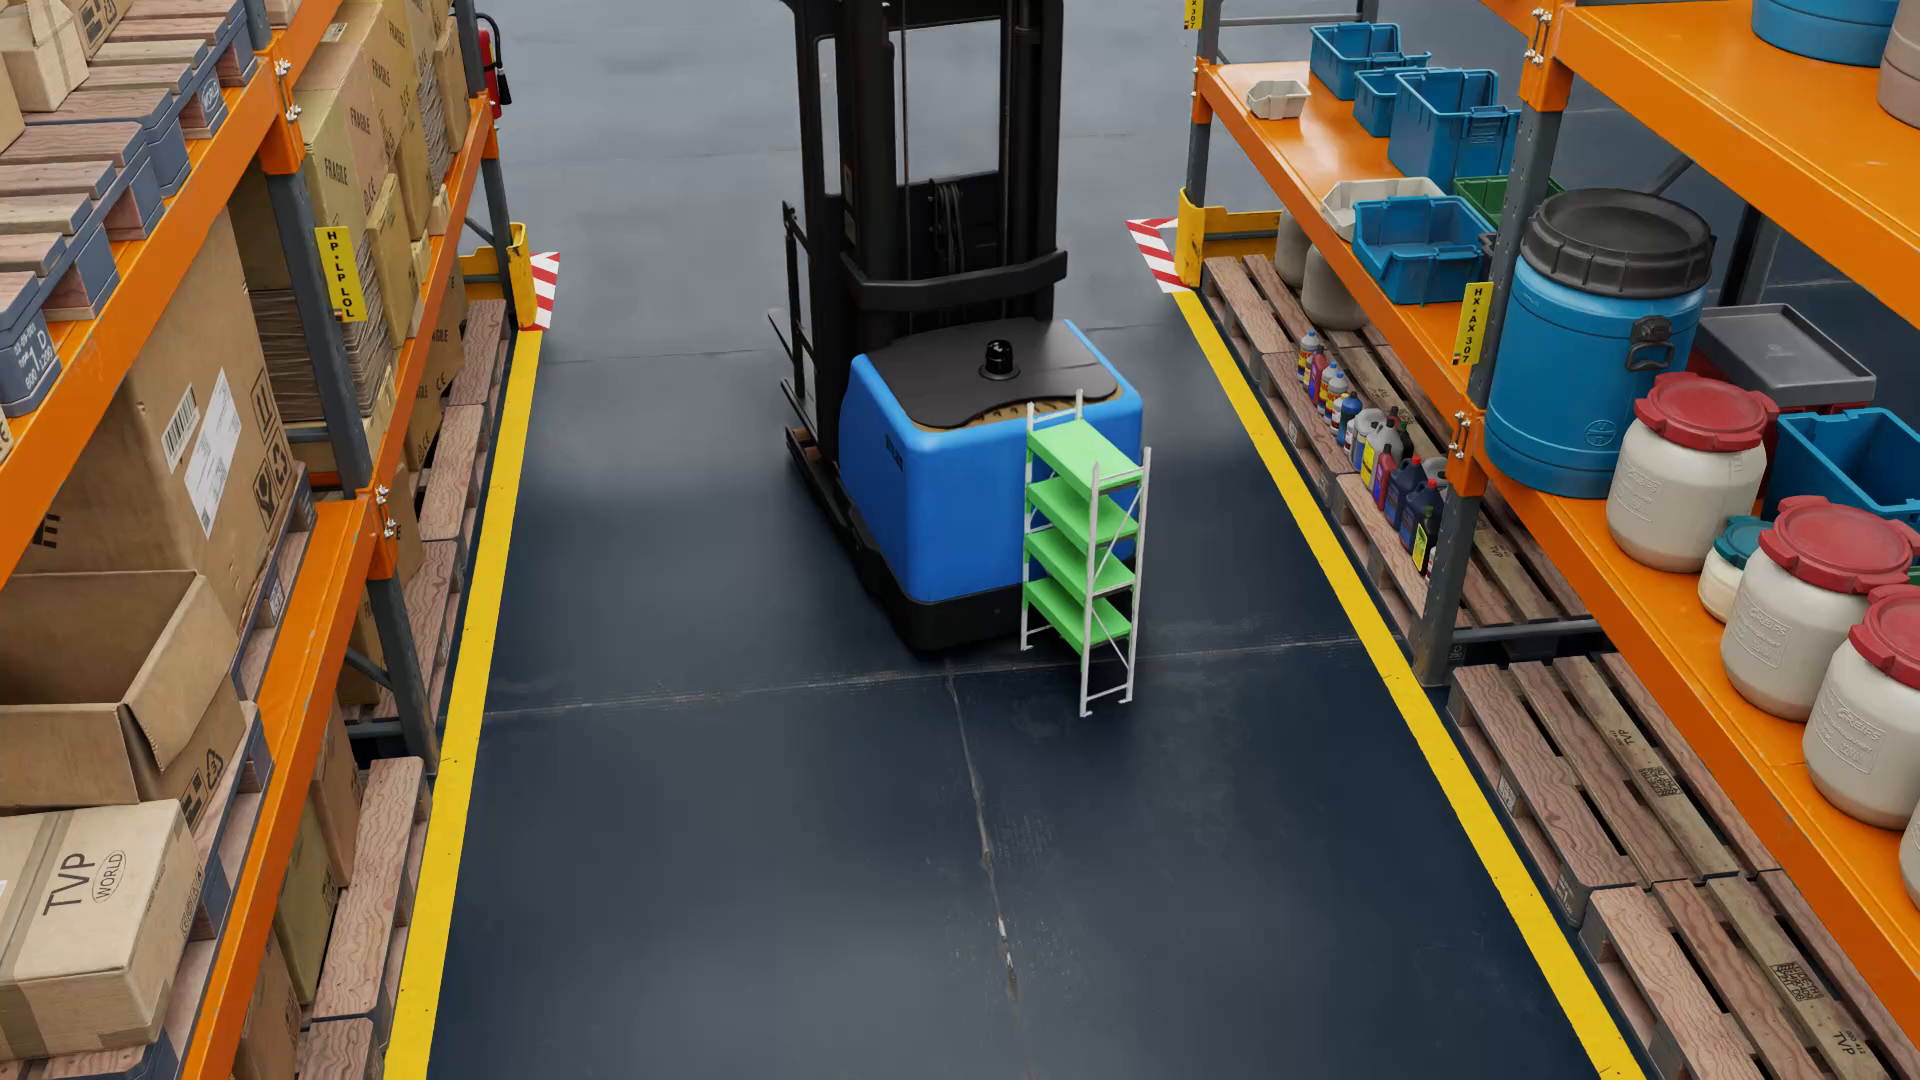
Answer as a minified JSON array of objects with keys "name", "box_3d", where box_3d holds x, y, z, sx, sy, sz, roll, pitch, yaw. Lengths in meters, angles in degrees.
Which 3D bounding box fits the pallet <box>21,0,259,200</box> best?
[{"name":"pallet","box_3d":[-2.541,-1.131,4.249,1.213,0.211,1.003,-4,35,-6]}]

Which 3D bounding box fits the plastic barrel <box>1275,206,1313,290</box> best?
[{"name":"plastic barrel","box_3d":[2.015,-1.713,9.436,0.421,0.512,0.421,0,34,0]}]

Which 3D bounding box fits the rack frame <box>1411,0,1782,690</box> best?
[{"name":"rack frame","box_3d":[2.389,-0.697,6.109,1.000,3.000,0.127,-4,35,-6]}]

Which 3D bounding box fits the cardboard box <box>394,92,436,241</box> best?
[{"name":"cardboard box","box_3d":[-2.744,-1.577,7.047,0.875,0.500,0.500,-4,35,-6]}]

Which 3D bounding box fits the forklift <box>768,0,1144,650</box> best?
[{"name":"forklift","box_3d":[-0.226,-1.577,7.461,1.130,2.935,3.031,-12,36,-17]}]

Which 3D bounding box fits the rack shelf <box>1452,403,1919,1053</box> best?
[{"name":"rack shelf","box_3d":[2.658,0.717,4.674,1.077,0.370,4.000,-4,35,-6]}]

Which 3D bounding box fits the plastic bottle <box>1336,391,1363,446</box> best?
[{"name":"plastic bottle","box_3d":[1.873,-0.588,7.981,0.097,0.271,0.097,0,34,0]}]

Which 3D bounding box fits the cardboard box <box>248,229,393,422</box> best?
[{"name":"cardboard box","box_3d":[-2.518,-0.742,5.822,0.875,0.500,0.500,-4,35,-6]}]

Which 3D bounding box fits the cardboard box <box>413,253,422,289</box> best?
[{"name":"cardboard box","box_3d":[-2.442,-1.056,6.859,0.380,0.149,0.250,-4,35,-6]}]

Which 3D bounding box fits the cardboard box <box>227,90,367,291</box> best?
[{"name":"cardboard box","box_3d":[-2.327,-1.169,5.561,0.500,0.500,0.500,-4,35,-6]}]

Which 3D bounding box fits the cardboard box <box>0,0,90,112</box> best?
[{"name":"cardboard box","box_3d":[-2.293,-1.162,3.874,0.396,0.266,0.258,-3,34,-5]}]

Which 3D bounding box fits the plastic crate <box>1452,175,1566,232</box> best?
[{"name":"plastic crate","box_3d":[2.486,-1.388,7.311,0.450,0.188,0.662,-4,35,-6]}]

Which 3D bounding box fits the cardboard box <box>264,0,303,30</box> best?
[{"name":"cardboard box","box_3d":[-2.326,-1.770,5.153,0.500,0.250,0.500,-6,35,-8]}]

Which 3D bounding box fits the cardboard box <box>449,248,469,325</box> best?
[{"name":"cardboard box","box_3d":[-2.989,-1.345,8.906,0.500,0.500,0.500,2,34,2]}]

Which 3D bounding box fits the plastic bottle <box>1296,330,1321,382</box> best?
[{"name":"plastic bottle","box_3d":[1.786,-0.948,8.509,0.097,0.271,0.097,0,34,0]}]

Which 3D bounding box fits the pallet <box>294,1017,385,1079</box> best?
[{"name":"pallet","box_3d":[-2.245,1.947,4.705,1.003,0.211,1.213,-4,35,-6]}]

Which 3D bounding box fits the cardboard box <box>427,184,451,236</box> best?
[{"name":"cardboard box","box_3d":[-2.508,-1.477,7.477,0.380,0.149,0.250,-4,35,-6]}]

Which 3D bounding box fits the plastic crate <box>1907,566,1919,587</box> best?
[{"name":"plastic crate","box_3d":[2.903,0.341,4.774,0.450,0.188,0.662,-4,35,-6]}]

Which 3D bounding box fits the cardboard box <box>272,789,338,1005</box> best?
[{"name":"cardboard box","box_3d":[-2.412,1.141,5.240,0.700,0.500,0.500,-5,35,-7]}]

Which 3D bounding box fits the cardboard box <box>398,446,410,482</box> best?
[{"name":"cardboard box","box_3d":[-2.779,-0.348,7.444,0.500,0.500,0.500,-7,35,-11]}]

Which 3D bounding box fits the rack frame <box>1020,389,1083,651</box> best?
[{"name":"rack frame","box_3d":[0.368,-0.057,6.769,0.240,1.200,0.015,-16,37,-22]}]

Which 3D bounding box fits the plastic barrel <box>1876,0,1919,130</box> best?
[{"name":"plastic barrel","box_3d":[2.761,-1.511,4.195,0.600,0.901,0.600,0,34,0]}]

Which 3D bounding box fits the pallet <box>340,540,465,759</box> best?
[{"name":"pallet","box_3d":[-2.644,0.459,6.889,1.003,0.211,1.213,-4,35,-6]}]

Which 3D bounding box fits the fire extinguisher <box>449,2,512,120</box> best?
[{"name":"fire extinguisher","box_3d":[-2.615,-2.620,9.000,0.296,0.674,0.183,-4,35,-6]}]

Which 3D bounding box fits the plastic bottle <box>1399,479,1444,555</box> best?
[{"name":"plastic bottle","box_3d":[2.017,-0.121,7.226,0.144,0.351,0.185,-5,35,-8]}]

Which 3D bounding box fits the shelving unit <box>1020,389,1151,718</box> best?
[{"name":"shelving unit","box_3d":[0.480,0.065,6.589,0.258,1.200,0.503,-16,37,-22]}]

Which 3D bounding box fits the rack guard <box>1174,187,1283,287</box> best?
[{"name":"rack guard","box_3d":[1.908,-1.857,10.031,1.175,0.500,0.348,-4,35,-6]}]

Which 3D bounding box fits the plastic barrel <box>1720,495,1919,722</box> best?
[{"name":"plastic barrel","box_3d":[2.399,0.207,4.662,0.433,0.535,0.433,0,34,0]}]

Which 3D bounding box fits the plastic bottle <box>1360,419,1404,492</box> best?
[{"name":"plastic bottle","box_3d":[1.948,-0.409,7.648,0.144,0.351,0.185,-5,35,-7]}]

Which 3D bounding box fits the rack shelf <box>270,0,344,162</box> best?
[{"name":"rack shelf","box_3d":[-2.788,-2.380,6.554,1.077,0.370,4.000,-4,35,-6]}]

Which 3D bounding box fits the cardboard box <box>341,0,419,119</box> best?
[{"name":"cardboard box","box_3d":[-2.541,-2.005,6.788,0.500,0.500,0.500,-4,35,-6]}]

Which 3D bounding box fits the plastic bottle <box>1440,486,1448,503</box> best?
[{"name":"plastic bottle","box_3d":[2.160,-0.132,7.242,0.144,0.351,0.185,-4,35,-6]}]

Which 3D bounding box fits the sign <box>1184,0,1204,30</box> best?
[{"name":"sign","box_3d":[1.306,-3.004,9.249,0.100,0.325,0.005,-4,35,-6]}]

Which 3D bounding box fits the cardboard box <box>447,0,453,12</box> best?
[{"name":"cardboard box","box_3d":[-2.738,-2.843,8.017,0.500,0.500,0.500,-4,35,-6]}]

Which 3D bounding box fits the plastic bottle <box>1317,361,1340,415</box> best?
[{"name":"plastic bottle","box_3d":[1.832,-0.757,8.229,0.097,0.271,0.097,0,34,0]}]

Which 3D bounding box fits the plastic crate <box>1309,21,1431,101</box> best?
[{"name":"plastic crate","box_3d":[2.215,-2.611,9.049,0.499,0.251,0.616,-4,35,-6]}]

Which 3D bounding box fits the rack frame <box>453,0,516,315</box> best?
[{"name":"rack frame","box_3d":[-3.057,-2.554,8.834,1.000,3.000,0.127,-4,35,-6]}]

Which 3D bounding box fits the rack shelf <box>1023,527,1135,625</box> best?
[{"name":"rack shelf","box_3d":[0.480,0.117,6.625,0.258,0.148,0.480,-16,37,-22]}]

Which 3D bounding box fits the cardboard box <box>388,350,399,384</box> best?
[{"name":"cardboard box","box_3d":[-2.331,-0.638,6.246,0.380,0.149,0.250,-4,35,-6]}]

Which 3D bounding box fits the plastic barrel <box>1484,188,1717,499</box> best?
[{"name":"plastic barrel","box_3d":[2.141,-0.665,5.617,0.600,0.901,0.708,-4,35,-6]}]

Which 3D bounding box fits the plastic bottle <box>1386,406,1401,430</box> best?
[{"name":"plastic bottle","box_3d":[2.035,-0.480,7.812,0.061,0.283,0.133,-4,35,-6]}]

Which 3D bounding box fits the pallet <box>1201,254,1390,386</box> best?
[{"name":"pallet","box_3d":[2.012,-1.284,9.446,1.003,0.211,1.213,-4,35,-6]}]

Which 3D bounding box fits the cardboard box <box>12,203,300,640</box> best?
[{"name":"cardboard box","box_3d":[-2.551,-0.289,4.605,1.000,1.000,1.000,-4,34,-6]}]
